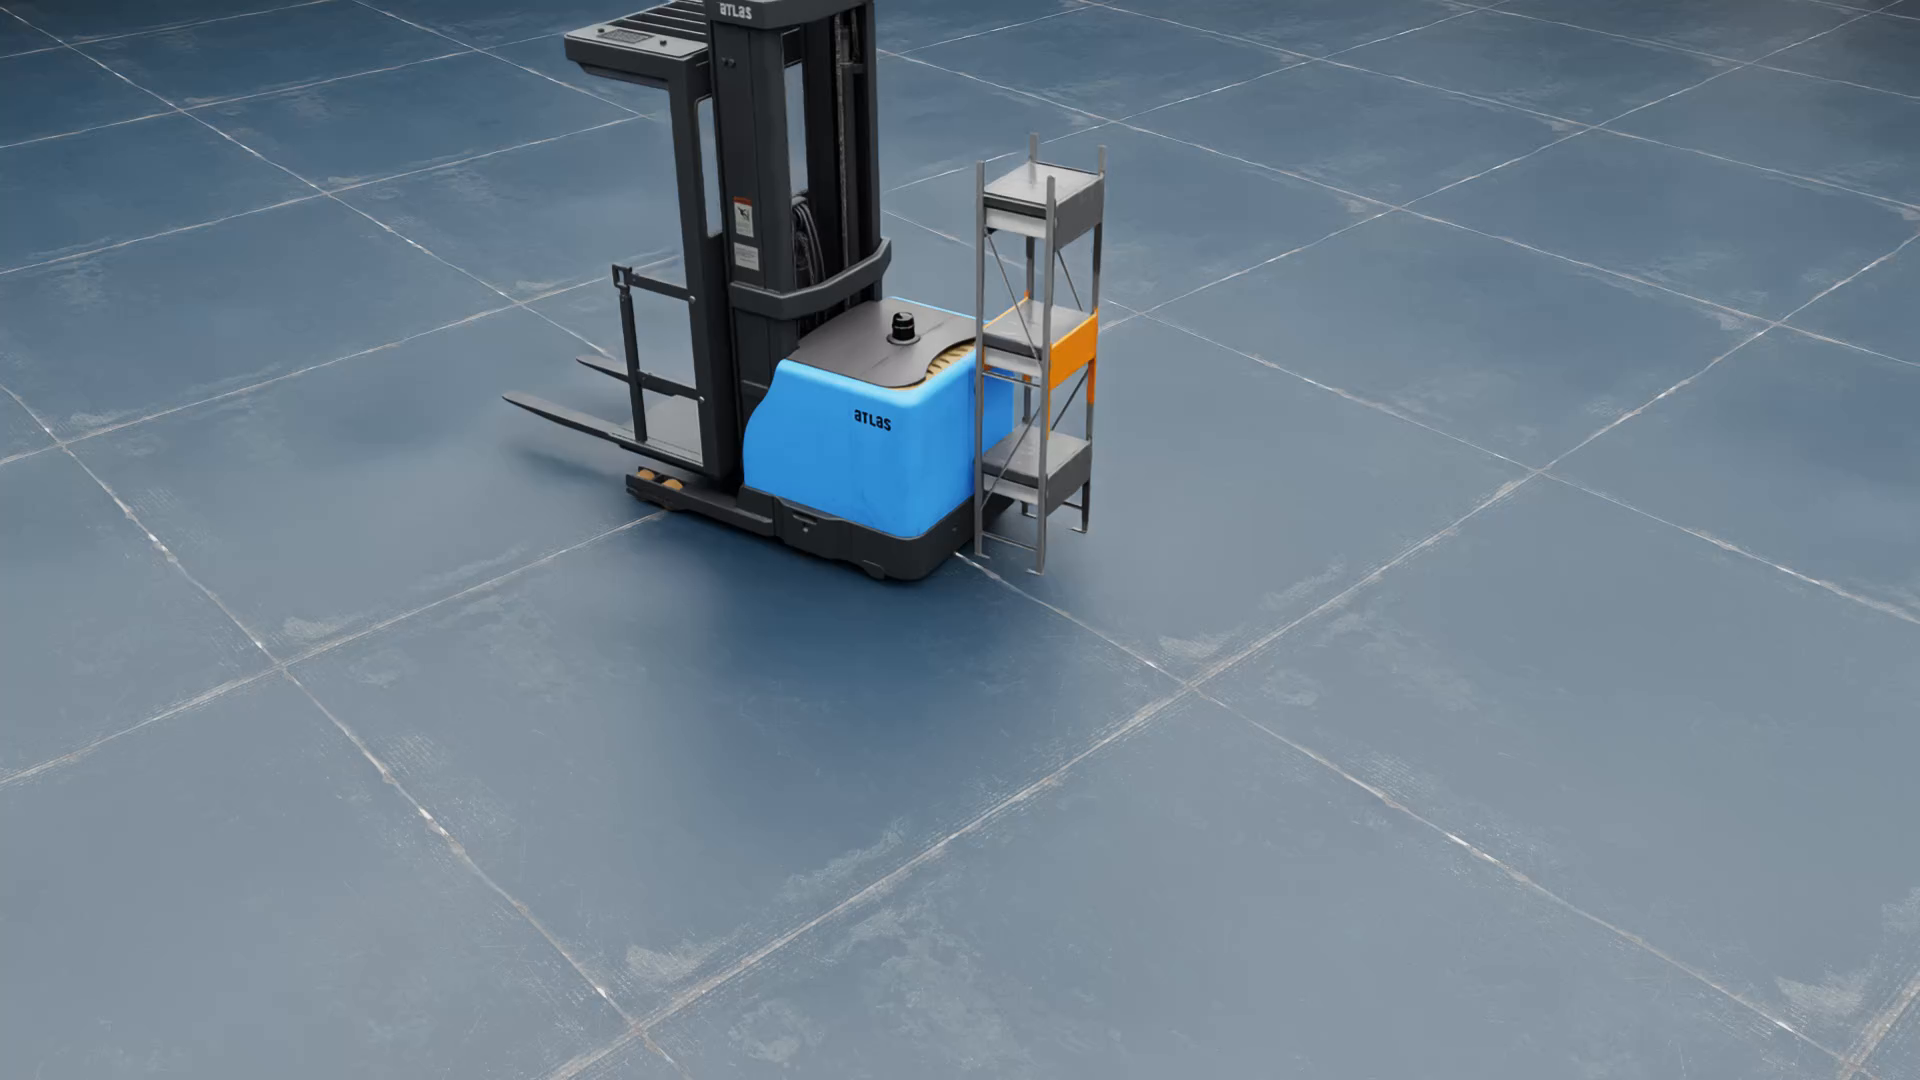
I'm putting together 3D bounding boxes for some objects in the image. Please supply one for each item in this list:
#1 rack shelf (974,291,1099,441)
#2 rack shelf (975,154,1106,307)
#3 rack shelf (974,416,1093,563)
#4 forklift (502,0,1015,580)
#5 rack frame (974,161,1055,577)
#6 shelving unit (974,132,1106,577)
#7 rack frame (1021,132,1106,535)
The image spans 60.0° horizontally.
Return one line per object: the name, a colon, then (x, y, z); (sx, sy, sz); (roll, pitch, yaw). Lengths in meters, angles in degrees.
rack shelf: (0.377, -0.862, 8.172); (0.431, 0.518, 0.480); (18, 36, 27)
rack shelf: (0.377, -1.459, 7.807); (0.431, 0.518, 0.480); (18, 36, 27)
rack shelf: (0.377, -0.264, 8.537); (0.431, 0.518, 0.480); (18, 36, 27)
forklift: (-1.221, -1.623, 8.595); (3.031, 2.935, 1.130); (18, 36, 27)
rack frame: (0.249, -0.765, 7.988); (0.400, 2.100, 0.015); (18, 36, 27)
shelving unit: (0.377, -0.873, 8.165); (0.431, 2.100, 0.503); (18, 36, 27)
rack frame: (0.505, -0.981, 8.342); (0.400, 2.100, 0.015); (18, 36, 27)
